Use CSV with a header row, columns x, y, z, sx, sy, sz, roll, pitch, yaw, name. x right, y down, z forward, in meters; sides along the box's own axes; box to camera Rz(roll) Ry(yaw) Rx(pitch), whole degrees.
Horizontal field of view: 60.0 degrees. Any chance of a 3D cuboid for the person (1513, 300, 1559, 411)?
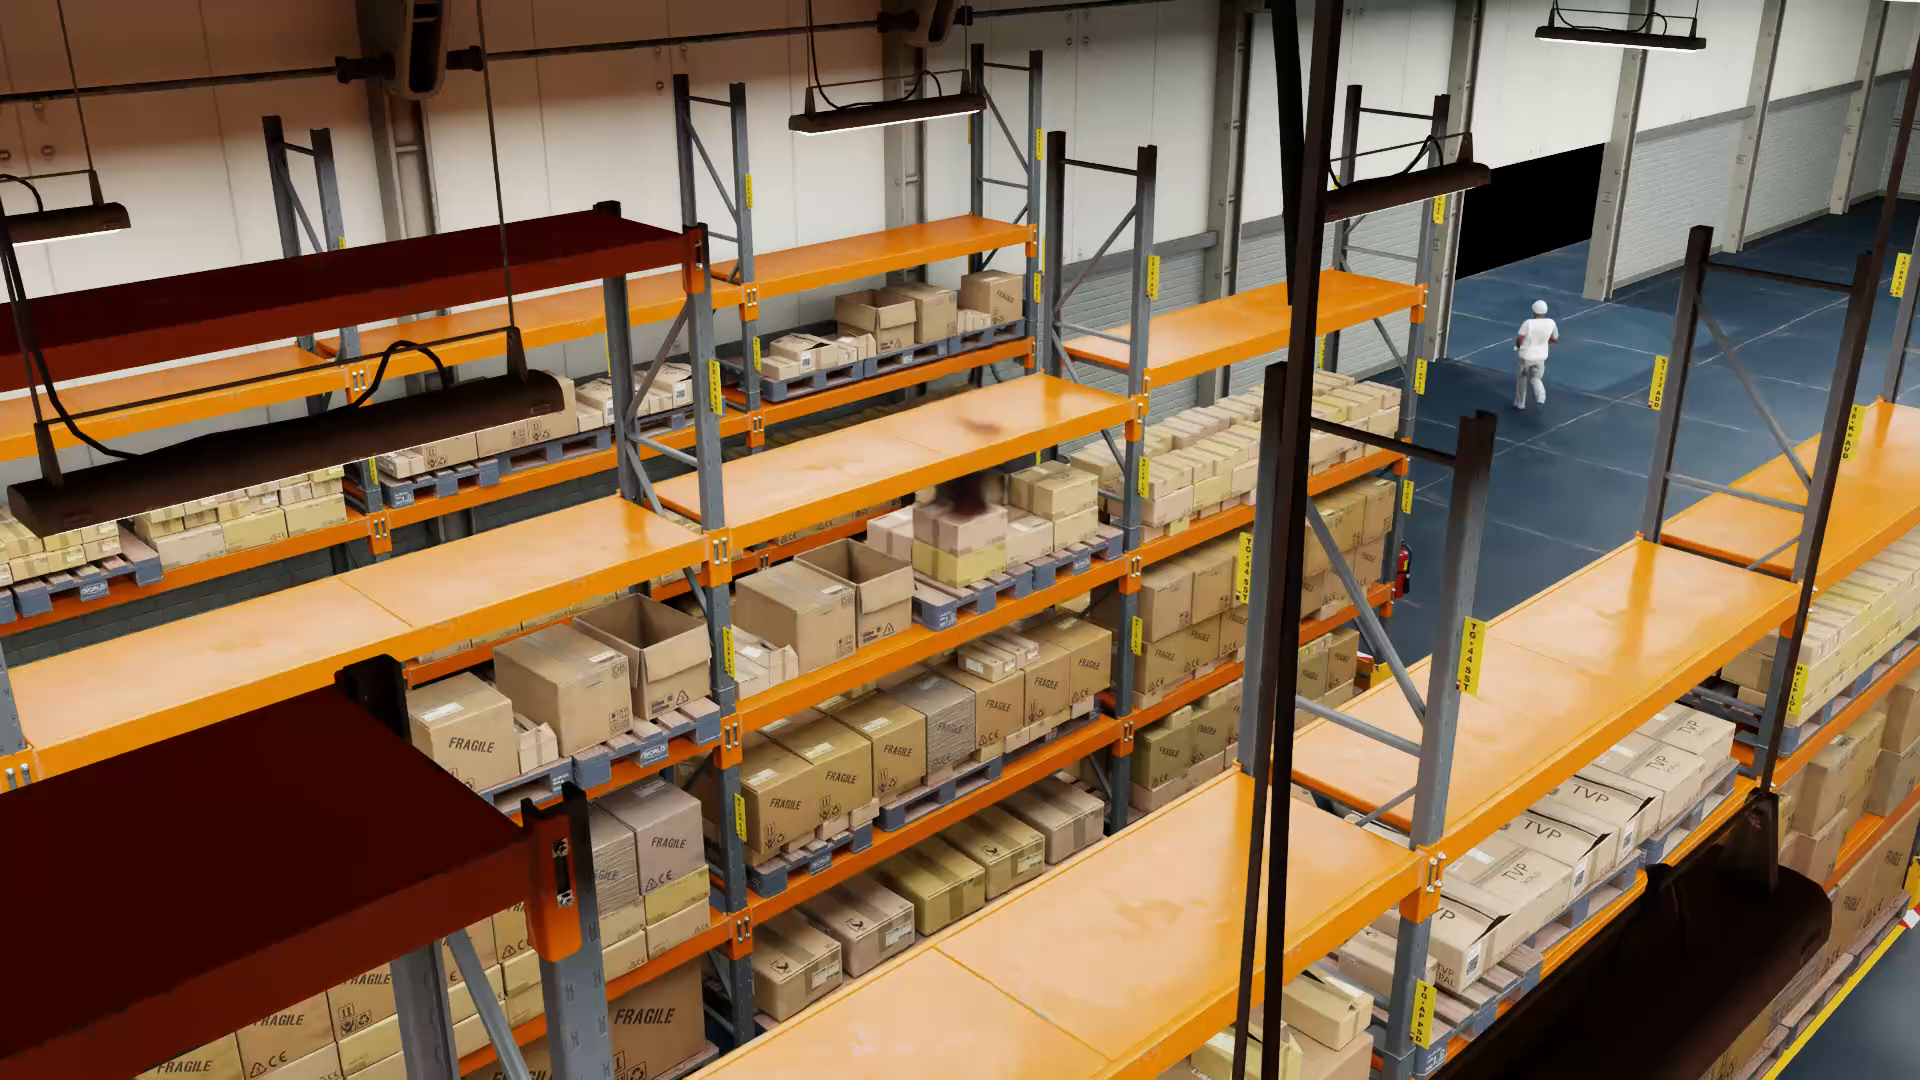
x,y,z,sx,sy,sz,roll,pitch,yaw,name
8.685,-2.769,25.214,0.682,1.768,0.940,0,22,1,person
